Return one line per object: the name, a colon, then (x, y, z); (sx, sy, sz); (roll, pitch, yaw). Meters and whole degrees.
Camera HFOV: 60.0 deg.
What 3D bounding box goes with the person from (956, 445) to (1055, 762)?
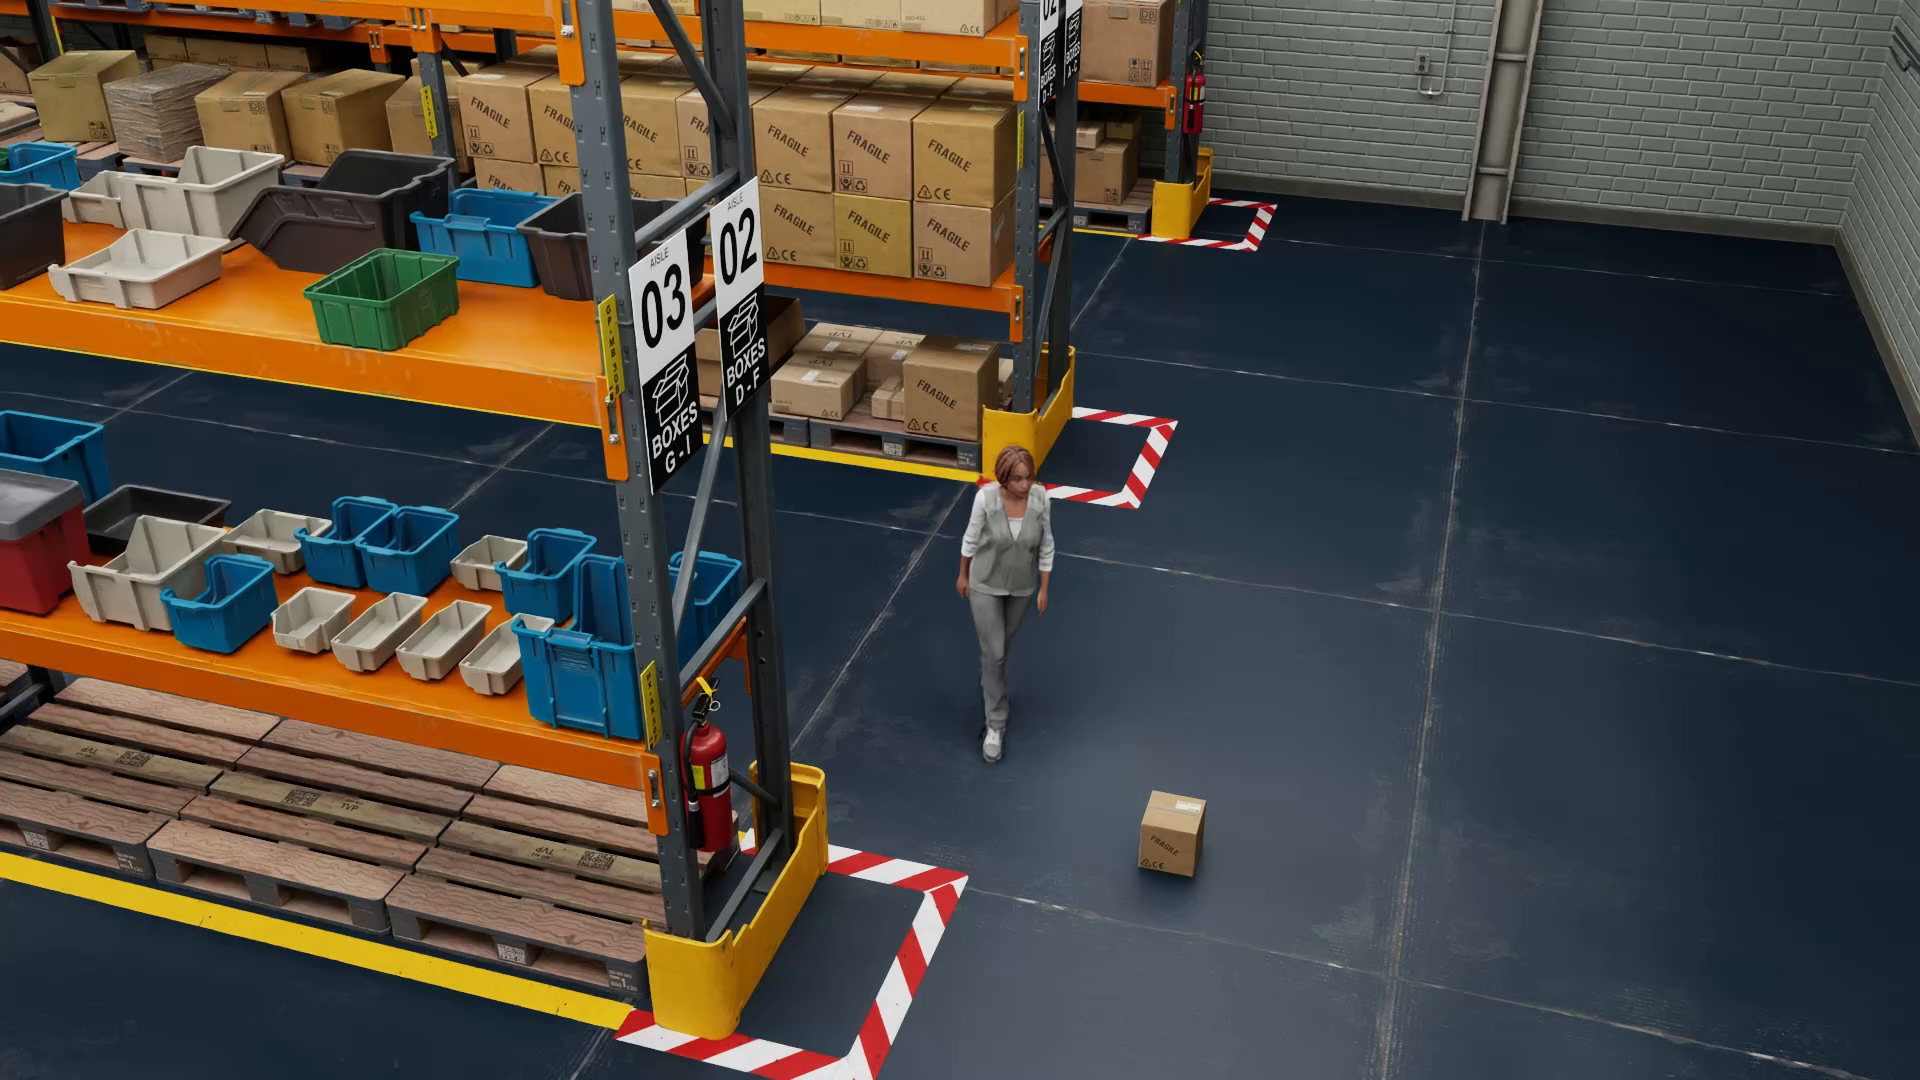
person: (0.225, 0.235, 8.120); (0.437, 1.596, 0.645); (-9, 31, -15)
